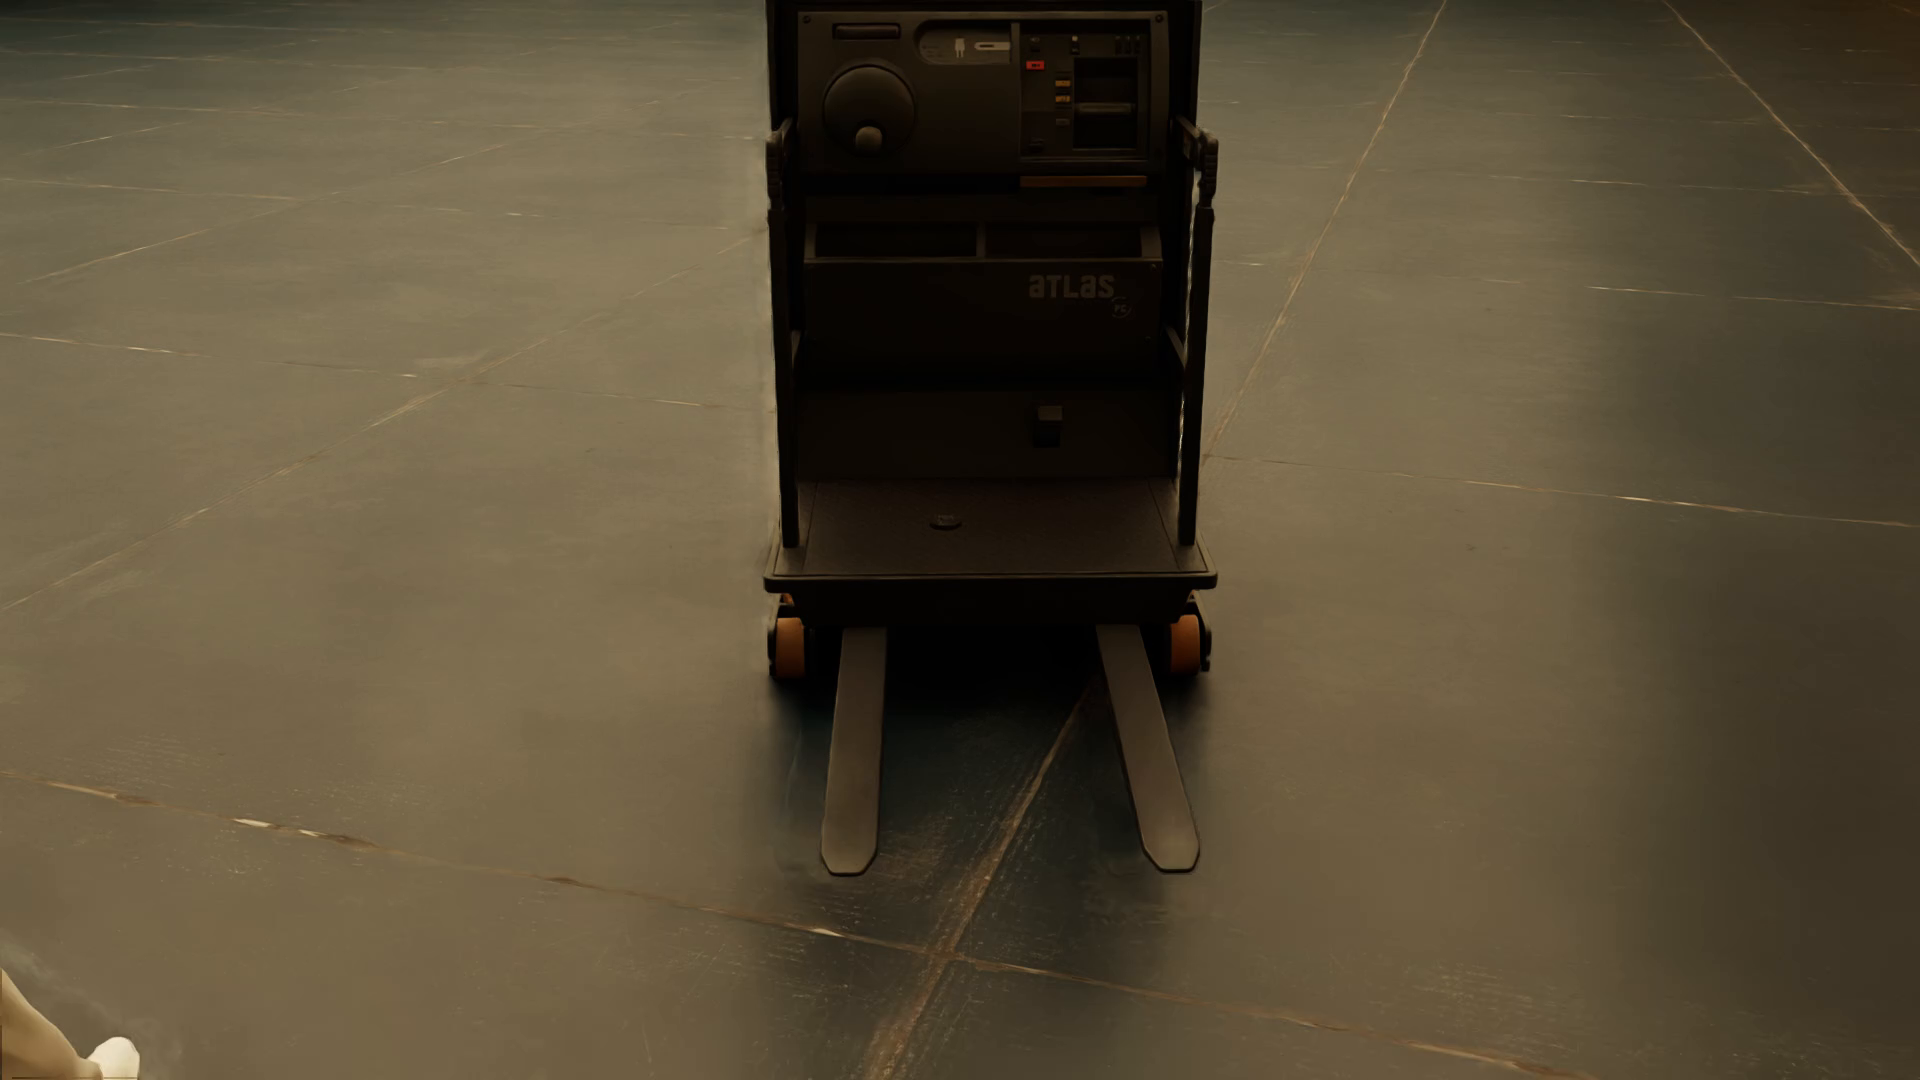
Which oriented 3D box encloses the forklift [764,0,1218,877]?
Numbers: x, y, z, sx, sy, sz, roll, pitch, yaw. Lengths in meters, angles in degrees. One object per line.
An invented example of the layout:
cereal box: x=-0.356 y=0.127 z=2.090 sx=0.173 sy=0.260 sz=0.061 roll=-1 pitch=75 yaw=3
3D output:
forklift: x=0.065 y=-1.116 z=3.983 sx=1.130 sy=2.935 sz=3.031 roll=0 pitch=22 yaw=-1

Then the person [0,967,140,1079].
person: x=-1.959 y=0.363 z=2.327 sx=1.025 sy=1.520 sz=0.955 roll=9 pitch=24 yaw=20
